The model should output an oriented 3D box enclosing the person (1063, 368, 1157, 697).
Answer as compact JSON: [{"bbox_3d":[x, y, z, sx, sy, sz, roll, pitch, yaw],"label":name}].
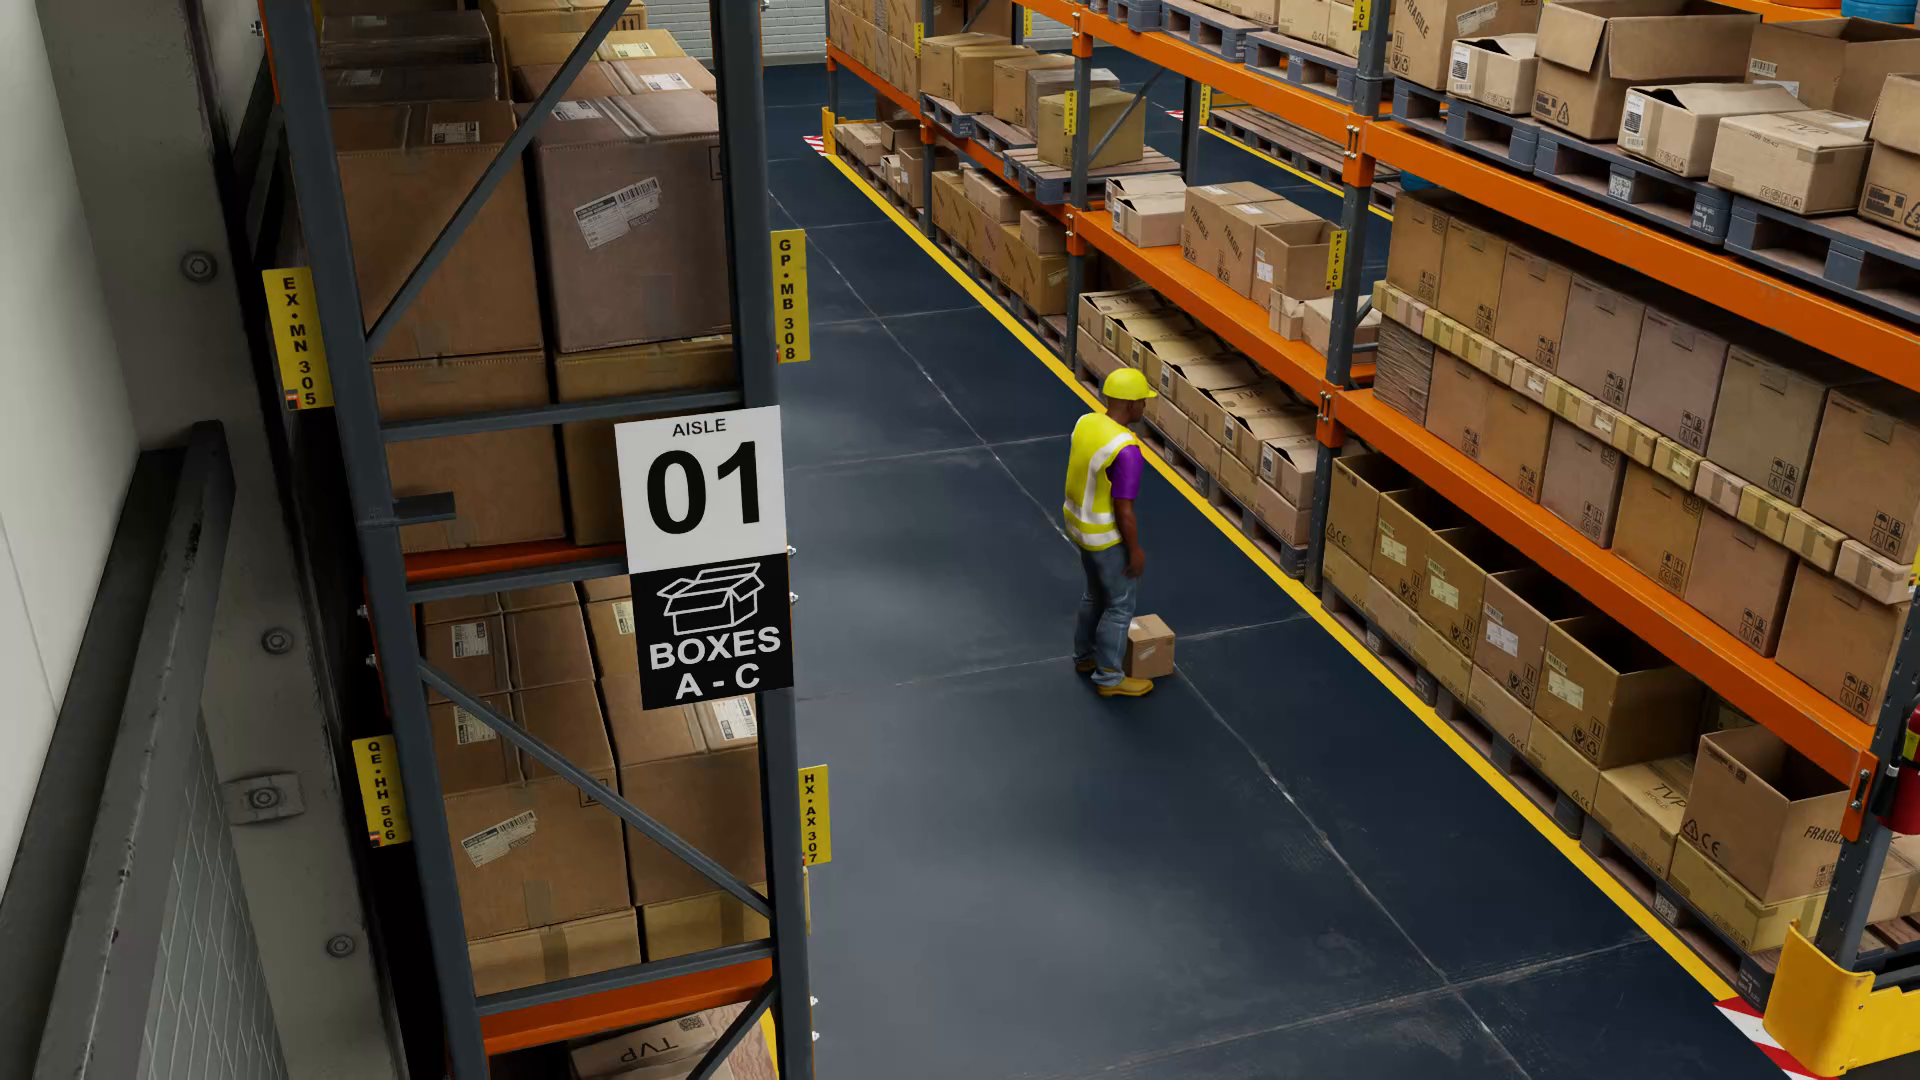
[{"bbox_3d":[0.787,-0.052,8.699,0.461,1.759,0.621,-9,28,-18],"label":"person"}]
